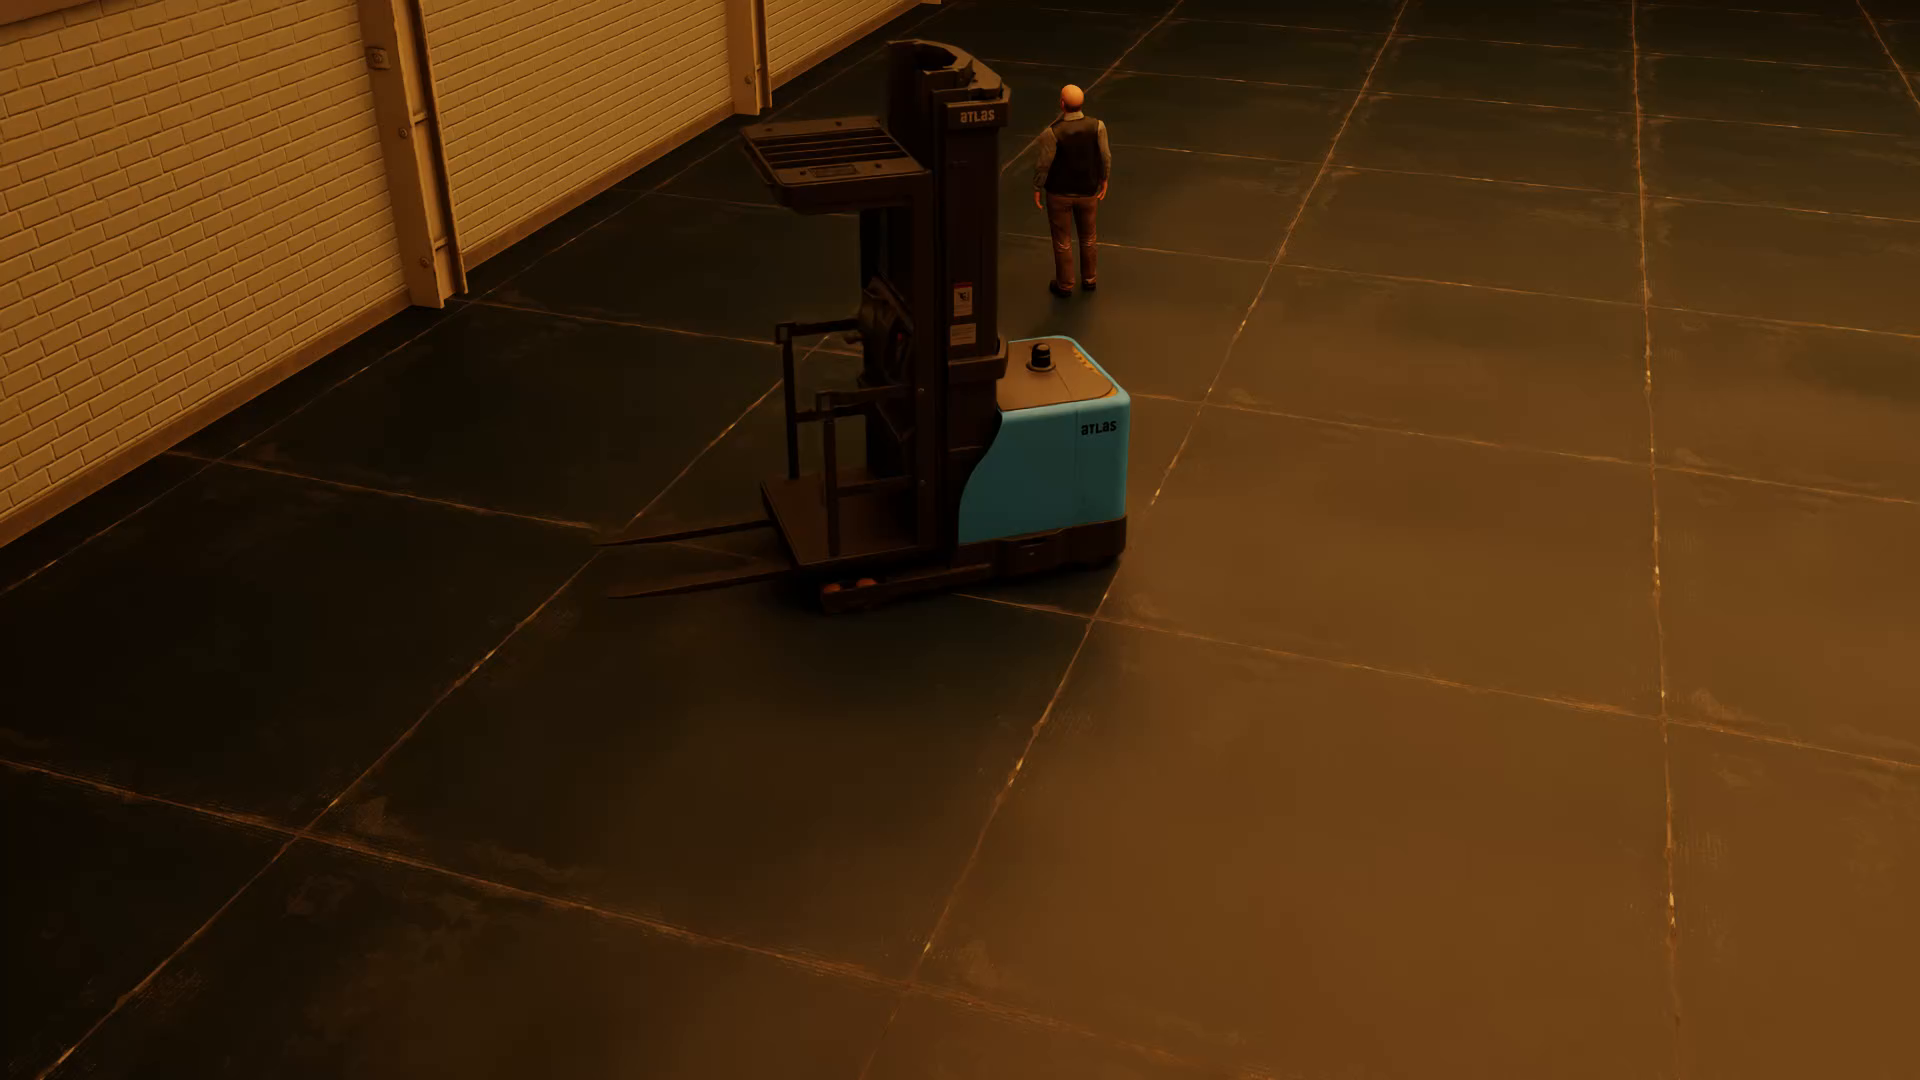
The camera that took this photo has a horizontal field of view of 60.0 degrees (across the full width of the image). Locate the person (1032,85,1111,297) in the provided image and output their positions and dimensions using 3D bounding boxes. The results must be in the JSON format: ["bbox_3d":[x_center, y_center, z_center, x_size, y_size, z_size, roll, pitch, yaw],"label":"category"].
[{"bbox_3d":[0.870,-2.789,13.235,0.633,1.720,0.569,-6,30,-11],"label":"person"}]

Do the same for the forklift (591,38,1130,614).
[{"bbox_3d":[-0.597,-1.151,9.156,3.031,2.935,1.130,-9,31,-16],"label":"forklift"}]
